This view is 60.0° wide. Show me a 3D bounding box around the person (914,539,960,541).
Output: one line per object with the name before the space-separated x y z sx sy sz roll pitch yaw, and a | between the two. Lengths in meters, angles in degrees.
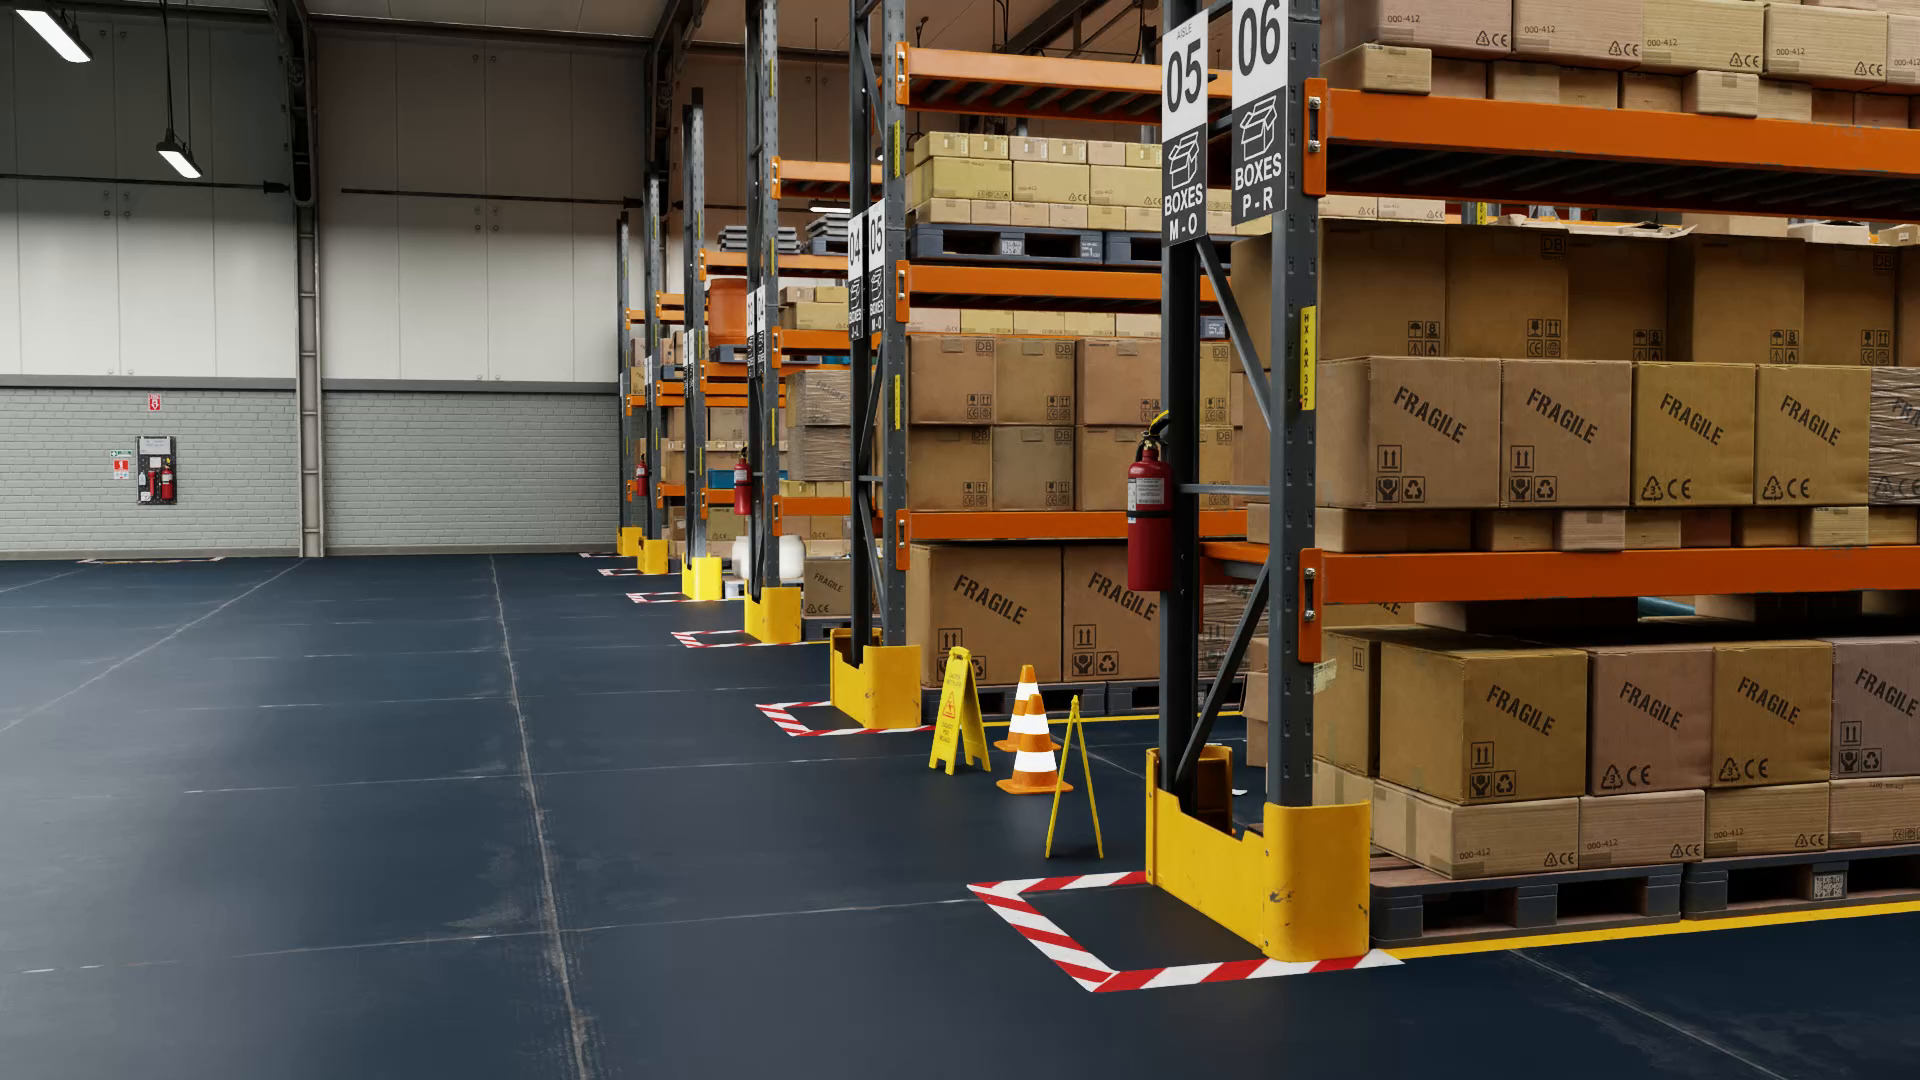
person | -0.258 -0.131 18.271 0.576 1.791 0.601 -1 3 -16
